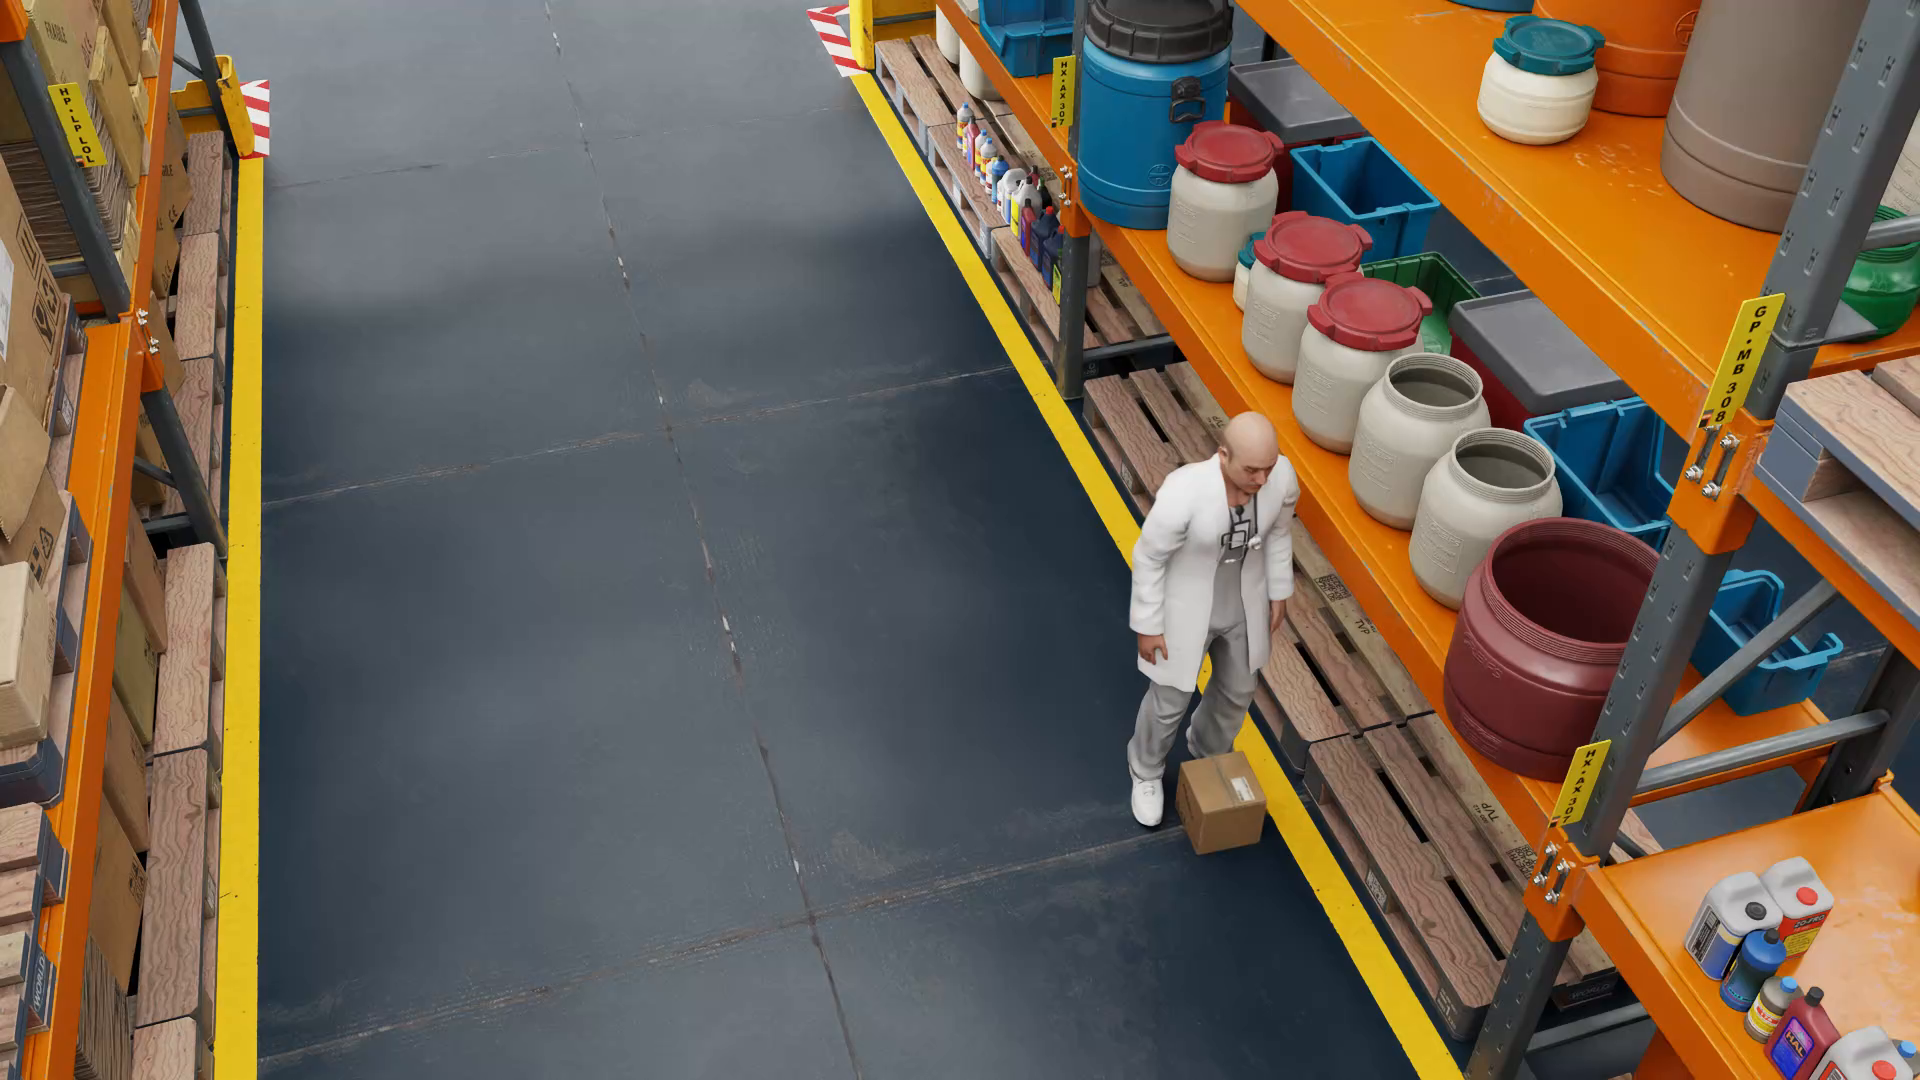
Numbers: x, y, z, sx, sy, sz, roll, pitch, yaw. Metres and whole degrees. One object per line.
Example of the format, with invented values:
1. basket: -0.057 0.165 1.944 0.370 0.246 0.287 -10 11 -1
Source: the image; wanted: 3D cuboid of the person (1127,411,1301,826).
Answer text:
1. person: 0.894 0.252 5.889 0.637 1.773 0.428 -13 43 -15
